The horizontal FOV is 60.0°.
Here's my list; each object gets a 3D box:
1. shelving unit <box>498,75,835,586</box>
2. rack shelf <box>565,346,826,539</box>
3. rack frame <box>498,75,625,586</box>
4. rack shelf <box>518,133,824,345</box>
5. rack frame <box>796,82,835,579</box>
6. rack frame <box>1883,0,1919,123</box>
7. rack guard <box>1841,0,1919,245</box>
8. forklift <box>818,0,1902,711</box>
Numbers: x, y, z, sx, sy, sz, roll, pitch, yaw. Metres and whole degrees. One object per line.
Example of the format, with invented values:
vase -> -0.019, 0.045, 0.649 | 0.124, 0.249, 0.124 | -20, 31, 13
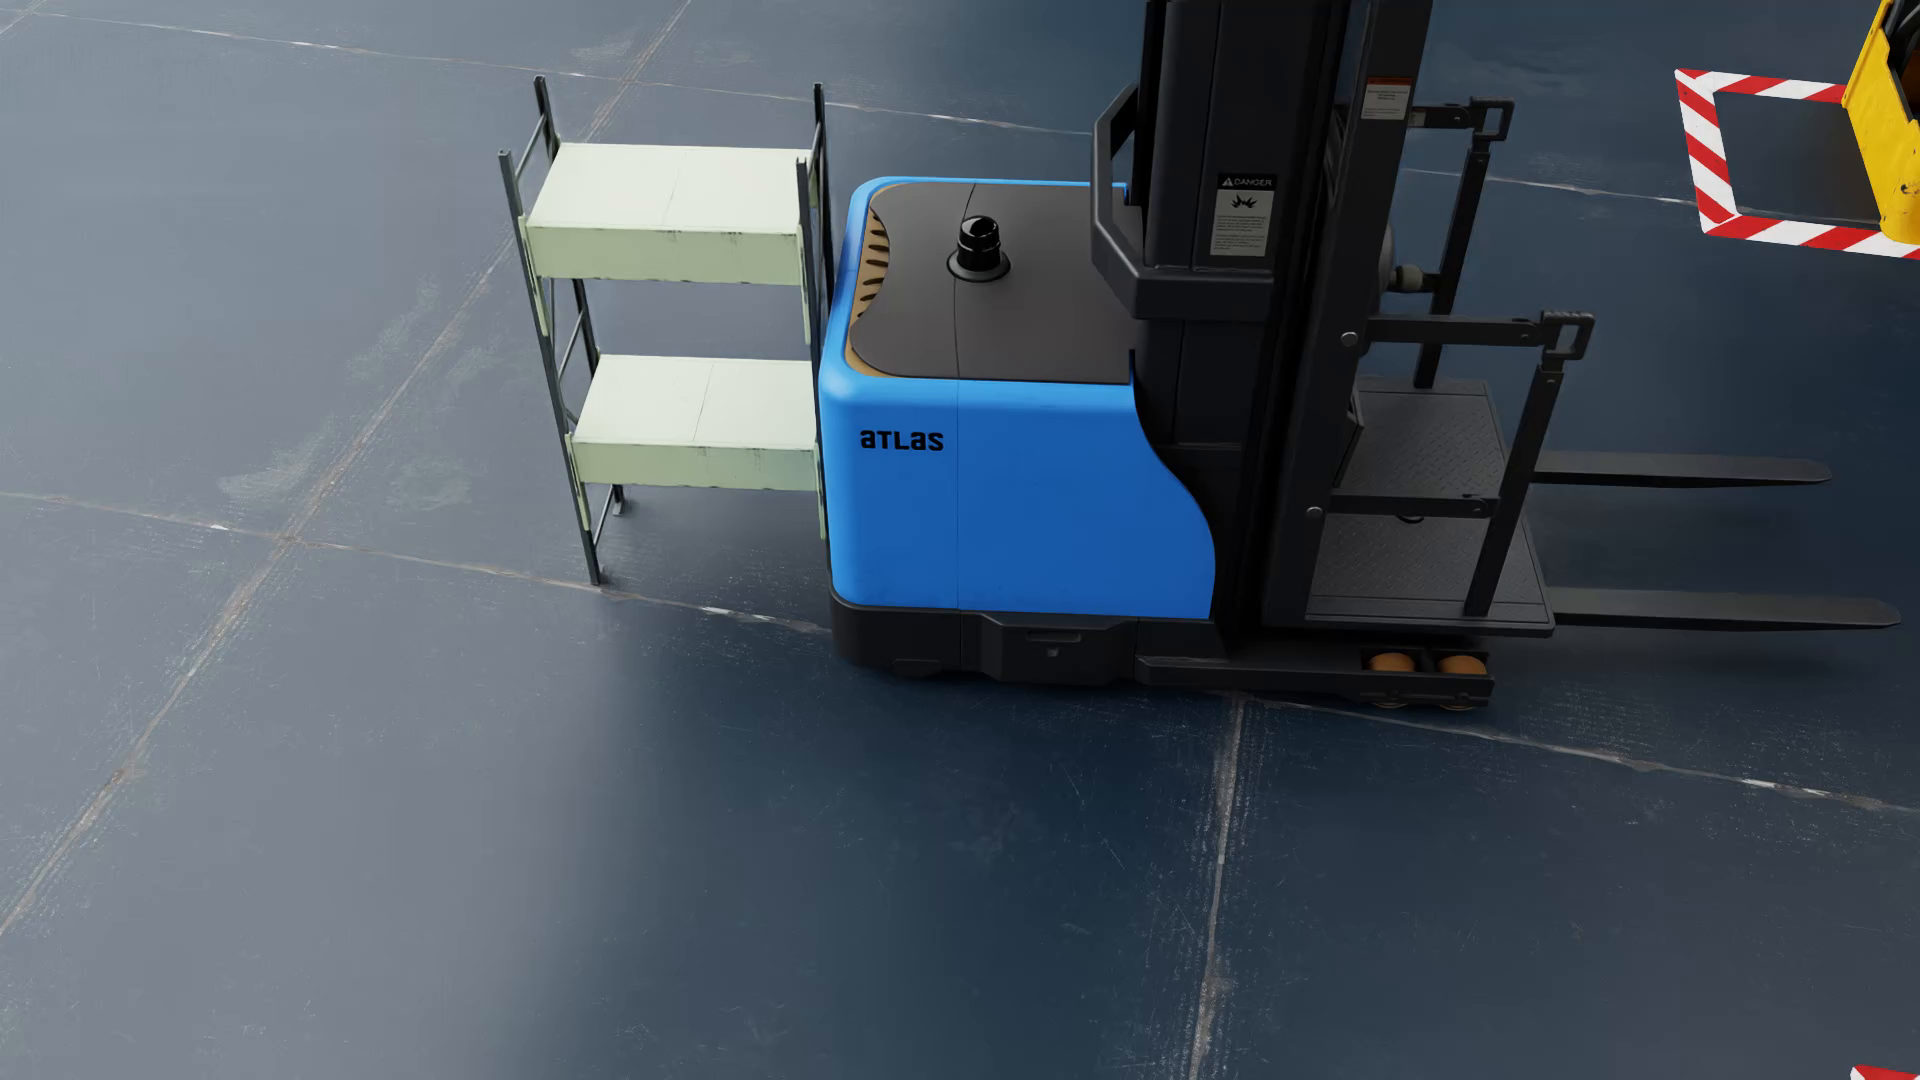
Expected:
shelving unit -> -0.743, -0.525, 4.714 | 0.755, 1.500, 0.431 | 2, 44, 2
rack shelf -> -0.743, -0.291, 4.940 | 0.720, 0.370, 0.431 | 2, 44, 2
rack frame -> -1.109, -0.539, 4.728 | 0.023, 1.500, 0.400 | 2, 44, 2
rack shelf -> -0.743, -0.807, 4.444 | 0.720, 0.370, 0.431 | 2, 44, 2
rack frame -> -0.378, -0.512, 4.700 | 0.023, 1.500, 0.400 | 2, 44, 2
rack frame -> 3.814, -2.622, 5.812 | 0.127, 3.000, 1.000 | 9, 45, 9
rack guard -> 3.888, -1.710, 6.666 | 0.348, 0.500, 1.175 | 9, 45, 9
forklift -> 1.164, -0.951, 4.124 | 3.031, 2.935, 1.130 | 2, 44, 2
